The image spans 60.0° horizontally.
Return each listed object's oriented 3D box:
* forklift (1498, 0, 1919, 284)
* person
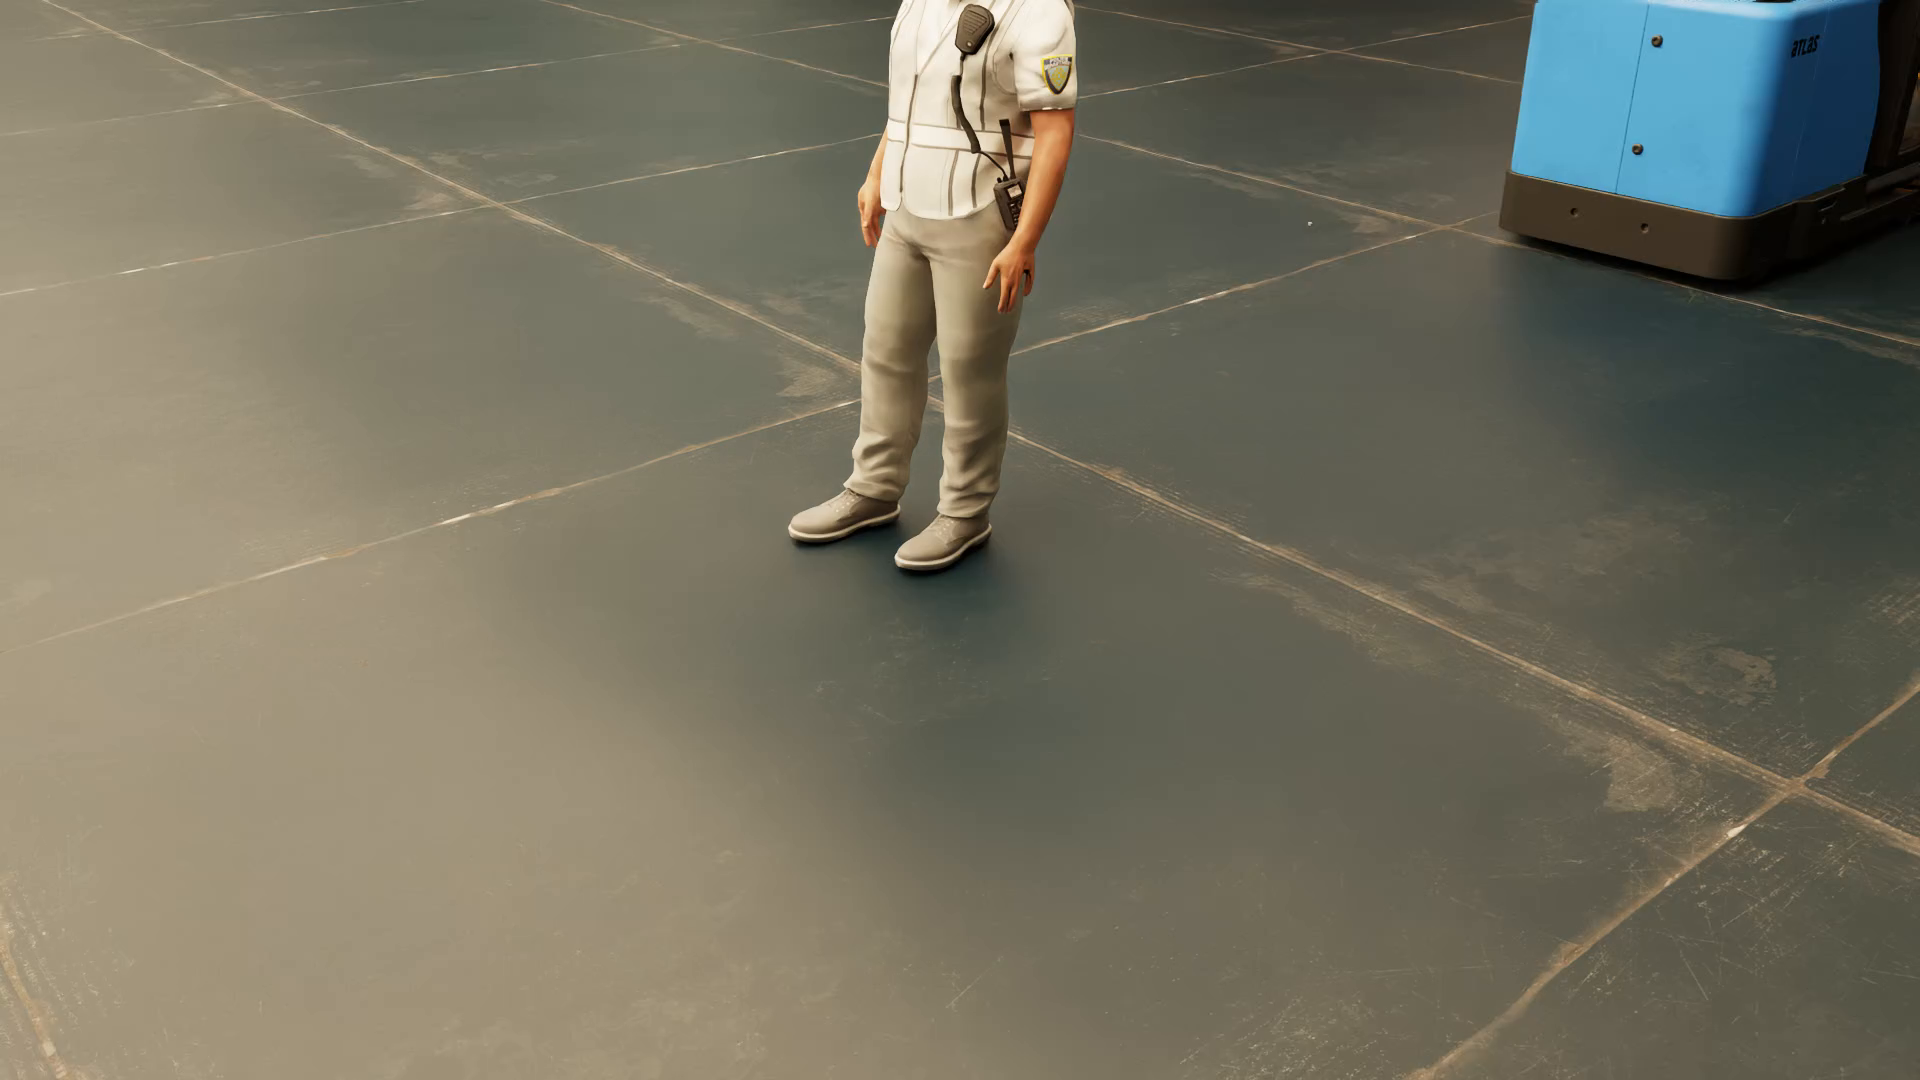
[{"bbox_3d":[3.706,-2.837,6.923,3.031,2.935,1.130,-21,33,-36],"label":"forklift"},{"bbox_3d":[-0.067,-0.787,4.066,0.575,1.781,0.640,-20,33,-35],"label":"person"}]
